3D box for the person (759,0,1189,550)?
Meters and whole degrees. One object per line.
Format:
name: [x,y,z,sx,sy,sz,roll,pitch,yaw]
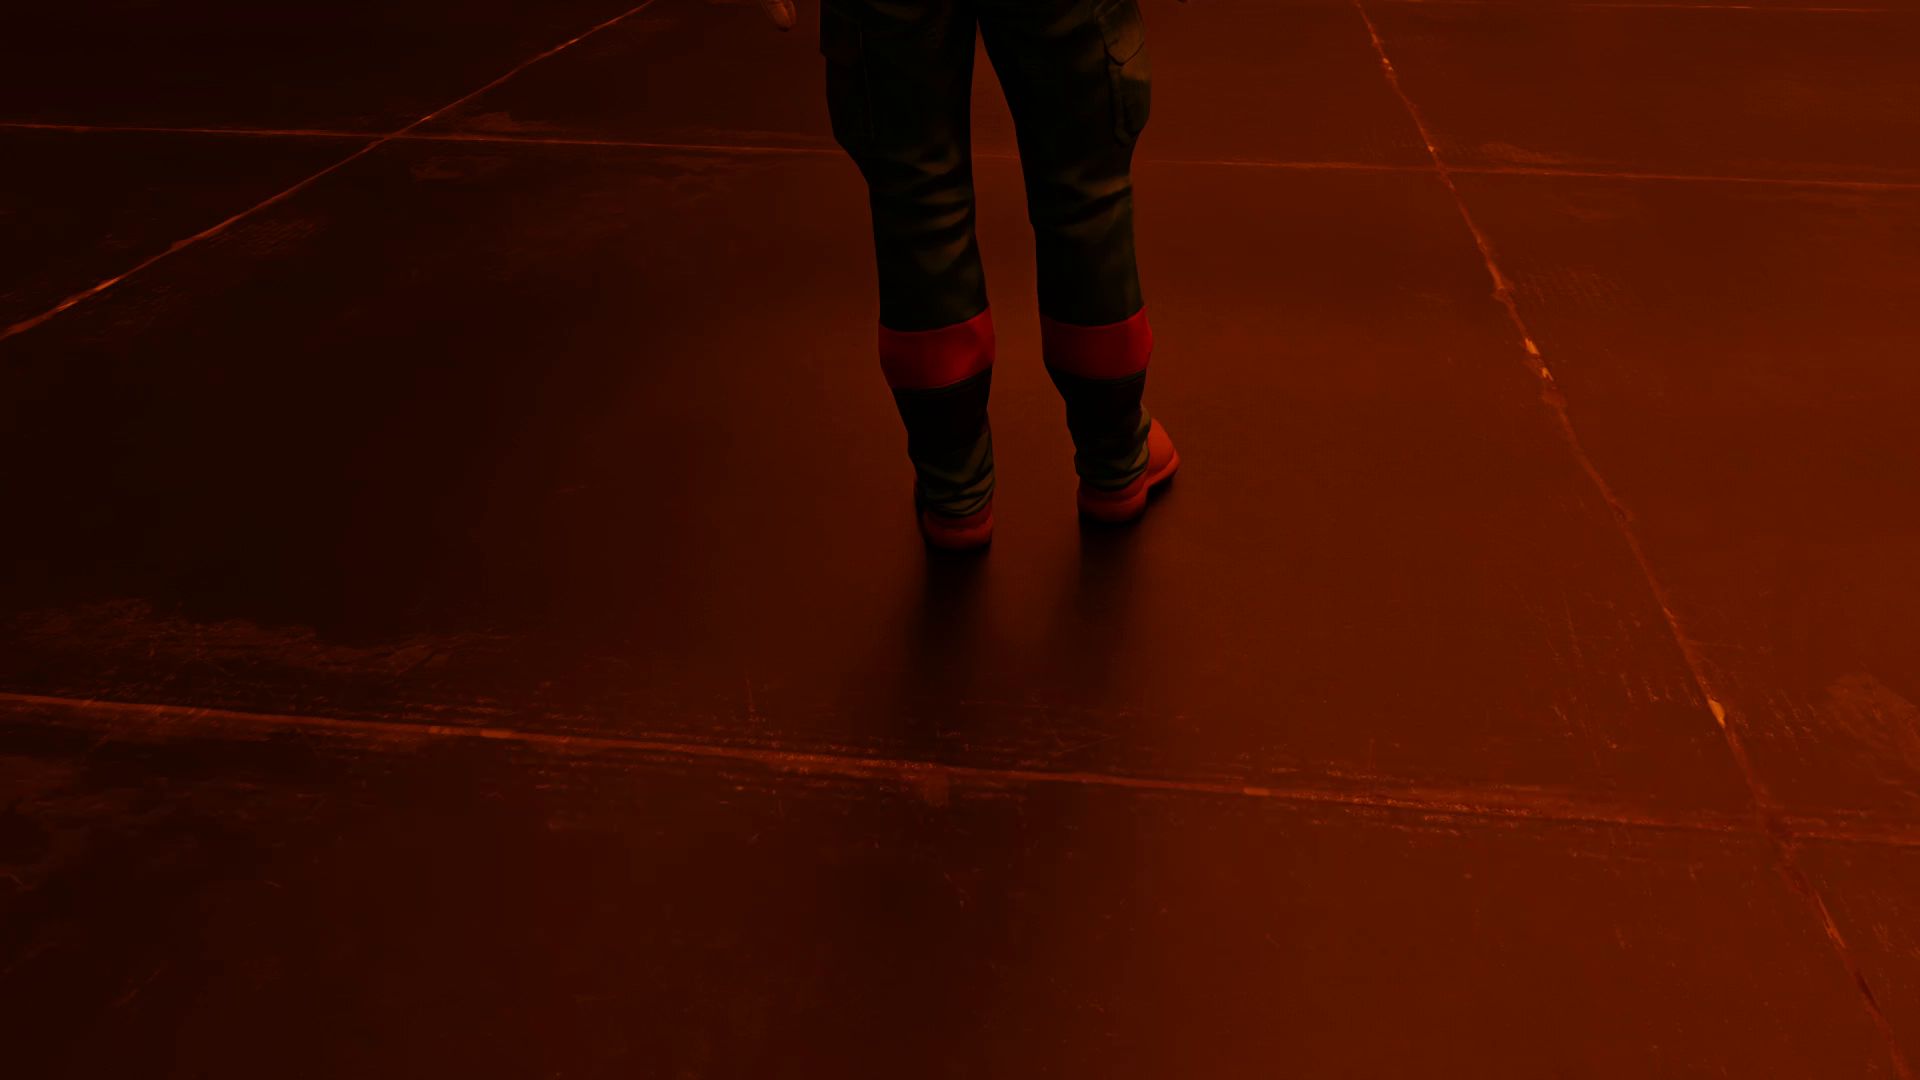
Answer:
person: [0.023,-0.842,2.167,0.637,1.787,0.564,3,27,7]
